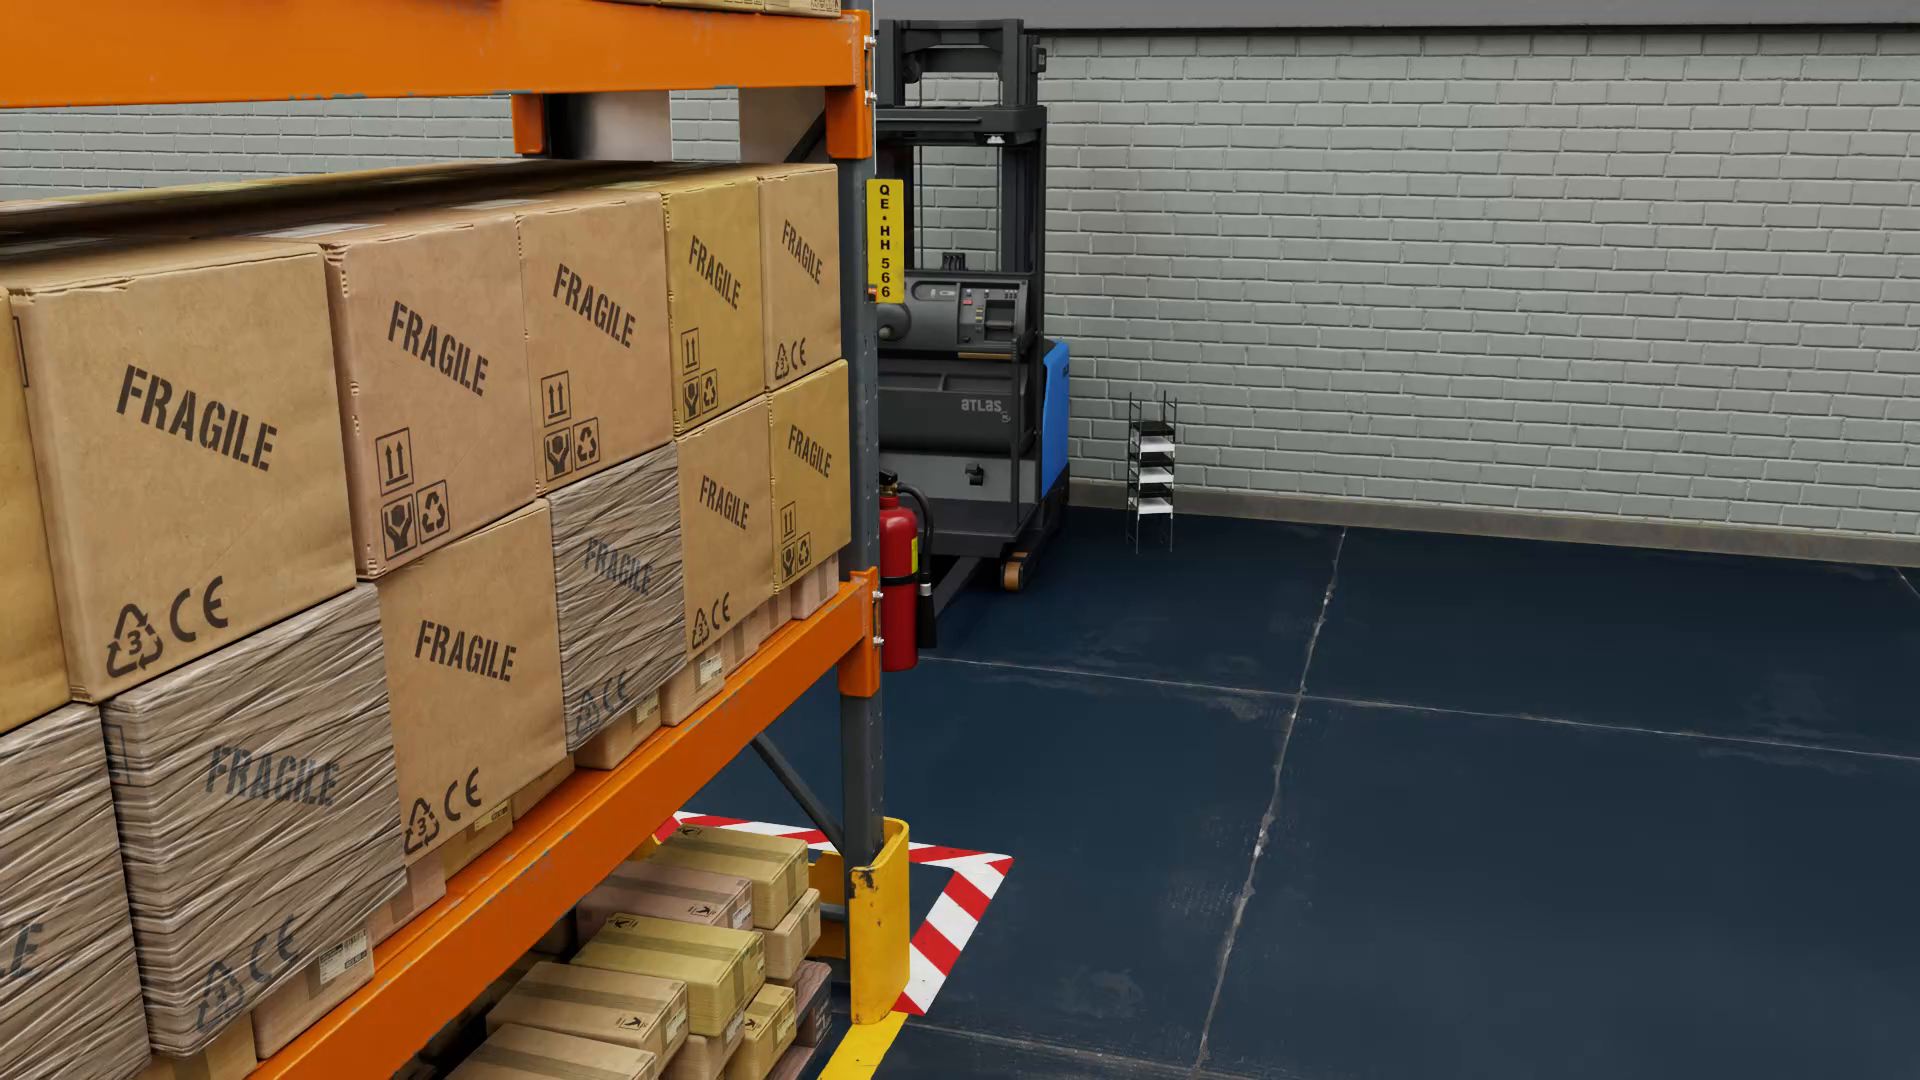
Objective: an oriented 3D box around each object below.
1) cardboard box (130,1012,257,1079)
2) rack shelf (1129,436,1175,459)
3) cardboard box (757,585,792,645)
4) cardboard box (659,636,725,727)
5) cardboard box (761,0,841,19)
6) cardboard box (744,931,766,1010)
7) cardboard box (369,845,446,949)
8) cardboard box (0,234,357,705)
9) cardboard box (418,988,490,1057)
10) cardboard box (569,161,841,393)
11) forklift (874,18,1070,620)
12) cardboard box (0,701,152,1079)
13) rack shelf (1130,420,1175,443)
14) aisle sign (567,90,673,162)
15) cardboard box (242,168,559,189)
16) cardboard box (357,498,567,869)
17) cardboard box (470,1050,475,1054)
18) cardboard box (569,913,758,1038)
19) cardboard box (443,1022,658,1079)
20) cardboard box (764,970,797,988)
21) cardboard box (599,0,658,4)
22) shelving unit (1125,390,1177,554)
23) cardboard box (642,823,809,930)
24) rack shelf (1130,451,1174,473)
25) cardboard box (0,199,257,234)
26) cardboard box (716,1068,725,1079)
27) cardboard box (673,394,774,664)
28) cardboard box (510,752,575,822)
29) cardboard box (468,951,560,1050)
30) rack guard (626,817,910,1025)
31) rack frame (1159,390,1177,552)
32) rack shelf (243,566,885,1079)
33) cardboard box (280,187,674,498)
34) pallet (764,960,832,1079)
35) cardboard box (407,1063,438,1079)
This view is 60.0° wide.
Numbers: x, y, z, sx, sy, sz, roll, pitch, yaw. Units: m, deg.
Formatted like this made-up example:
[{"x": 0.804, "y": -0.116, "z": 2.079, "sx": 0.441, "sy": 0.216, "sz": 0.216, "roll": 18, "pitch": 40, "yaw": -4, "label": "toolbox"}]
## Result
[{"x": -1.222, "y": 0.705, "z": 2.309, "sx": 0.380, "sy": 0.149, "sz": 0.250, "roll": 5, "pitch": 17, "yaw": 17, "label": "cardboard box"}, {"x": 1.096, "y": -0.533, "z": 9.522, "sx": 0.200, "sy": 0.077, "sz": 0.258, "roll": -3, "pitch": 16, "yaw": -9, "label": "rack shelf"}, {"x": -0.653, "y": 0.155, "z": 4.246, "sx": 0.380, "sy": 0.149, "sz": 0.250, "roll": 5, "pitch": 16, "yaw": 16, "label": "cardboard box"}, {"x": -0.760, "y": 0.290, "z": 3.769, "sx": 0.380, "sy": 0.149, "sz": 0.250, "roll": 5, "pitch": 17, "yaw": 17, "label": "cardboard box"}, {"x": -0.600, "y": -1.367, "z": 3.929, "sx": 0.500, "sy": 0.250, "sz": 0.500, "roll": 4, "pitch": 16, "yaw": 15, "label": "cardboard box"}, {"x": -0.727, "y": 1.116, "z": 4.309, "sx": 0.380, "sy": 0.149, "sz": 0.250, "roll": 4, "pitch": 16, "yaw": 15, "label": "cardboard box"}, {"x": -1.108, "y": 0.561, "z": 2.814, "sx": 0.380, "sy": 0.149, "sz": 0.250, "roll": 5, "pitch": 17, "yaw": 18, "label": "cardboard box"}, {"x": -1.194, "y": -0.126, "z": 2.217, "sx": 0.500, "sy": 0.500, "sz": 0.500, "roll": 5, "pitch": 17, "yaw": 17, "label": "cardboard box"}, {"x": -1.348, "y": 1.067, "z": 3.933, "sx": 0.380, "sy": 0.149, "sz": 0.250, "roll": 4, "pitch": 16, "yaw": 13, "label": "cardboard box"}, {"x": -0.616, "y": -0.668, "z": 4.128, "sx": 0.500, "sy": 0.500, "sz": 0.500, "roll": 4, "pitch": 16, "yaw": 15, "label": "cardboard box"}, {"x": -0.137, "y": -1.243, "z": 8.842, "sx": 1.130, "sy": 2.935, "sz": 3.031, "roll": 3, "pitch": 16, "yaw": 12, "label": "forklift"}, {"x": -1.345, "y": 0.480, "z": 1.912, "sx": 0.500, "sy": 0.500, "sz": 0.500, "roll": 5, "pitch": 16, "yaw": 16, "label": "cardboard box"}, {"x": 1.096, "y": -0.620, "z": 9.497, "sx": 0.200, "sy": 0.077, "sz": 0.258, "roll": -3, "pitch": 16, "yaw": -9, "label": "rack shelf"}, {"x": -0.992, "y": -1.428, "z": 4.604, "sx": 0.394, "sy": 0.787, "sz": 0.004, "roll": 5, "pitch": 16, "yaw": 16, "label": "aisle sign"}, {"x": -1.244, "y": -0.578, "z": 3.810, "sx": 0.500, "sy": 0.500, "sz": 0.500, "roll": 5, "pitch": 17, "yaw": 17, "label": "cardboard box"}, {"x": -1.044, "y": 0.208, "z": 2.869, "sx": 0.500, "sy": 0.500, "sz": 0.500, "roll": 5, "pitch": 17, "yaw": 19, "label": "cardboard box"}, {"x": -1.240, "y": 1.287, "z": 4.250, "sx": 0.380, "sy": 0.149, "sz": 0.250, "roll": 5, "pitch": 17, "yaw": 16, "label": "cardboard box"}, {"x": -0.711, "y": 1.045, "z": 4.013, "sx": 0.380, "sy": 0.149, "sz": 0.250, "roll": 4, "pitch": 16, "yaw": 15, "label": "cardboard box"}, {"x": -0.868, "y": 1.182, "z": 3.528, "sx": 0.380, "sy": 0.149, "sz": 0.250, "roll": 5, "pitch": 17, "yaw": 18, "label": "cardboard box"}, {"x": -0.674, "y": 1.188, "z": 4.598, "sx": 0.380, "sy": 0.149, "sz": 0.250, "roll": 5, "pitch": 17, "yaw": 17, "label": "cardboard box"}, {"x": -0.892, "y": -1.104, "z": 3.002, "sx": 0.500, "sy": 0.250, "sz": 0.500, "roll": 5, "pitch": 17, "yaw": 18, "label": "cardboard box"}, {"x": 1.096, "y": -0.392, "z": 9.562, "sx": 0.210, "sy": 0.900, "sz": 0.258, "roll": -3, "pitch": 16, "yaw": -9, "label": "shelving unit"}, {"x": -0.632, "y": 0.906, "z": 4.502, "sx": 0.380, "sy": 0.149, "sz": 0.250, "roll": 5, "pitch": 17, "yaw": 17, "label": "cardboard box"}, {"x": 1.096, "y": -0.446, "z": 9.546, "sx": 0.200, "sy": 0.077, "sz": 0.258, "roll": -3, "pitch": 16, "yaw": -9, "label": "rack shelf"}, {"x": -1.555, "y": -0.310, "z": 2.865, "sx": 0.500, "sy": 0.500, "sz": 0.500, "roll": 4, "pitch": 16, "yaw": 14, "label": "cardboard box"}, {"x": -0.808, "y": 1.326, "z": 4.113, "sx": 0.380, "sy": 0.149, "sz": 0.250, "roll": 5, "pitch": 16, "yaw": 16, "label": "cardboard box"}, {"x": -0.757, "y": -0.055, "z": 3.797, "sx": 0.500, "sy": 0.500, "sz": 0.500, "roll": 4, "pitch": 16, "yaw": 15, "label": "cardboard box"}, {"x": -0.997, "y": 0.423, "z": 3.301, "sx": 0.380, "sy": 0.149, "sz": 0.250, "roll": 4, "pitch": 16, "yaw": 14, "label": "cardboard box"}, {"x": -1.237, "y": 1.146, "z": 4.200, "sx": 0.380, "sy": 0.149, "sz": 0.250, "roll": 5, "pitch": 17, "yaw": 17, "label": "cardboard box"}, {"x": -0.746, "y": 1.087, "z": 5.080, "sx": 1.175, "sy": 0.500, "sz": 0.348, "roll": 5, "pitch": 16, "yaw": 16, "label": "rack guard"}, {"x": 1.197, "y": -0.396, "z": 9.578, "sx": 0.006, "sy": 0.900, "sz": 0.240, "roll": -3, "pitch": 16, "yaw": -9, "label": "rack frame"}, {"x": -1.293, "y": 0.734, "z": 3.063, "sx": 1.077, "sy": 0.370, "sz": 4.000, "roll": 5, "pitch": 16, "yaw": 16, "label": "rack shelf"}, {"x": -0.899, "y": -0.399, "z": 3.179, "sx": 0.500, "sy": 0.500, "sz": 0.500, "roll": 6, "pitch": 17, "yaw": 19, "label": "cardboard box"}, {"x": -1.011, "y": 1.436, "z": 4.380, "sx": 1.003, "sy": 0.211, "sz": 1.213, "roll": 5, "pitch": 16, "yaw": 16, "label": "pallet"}, {"x": -1.398, "y": 1.282, "z": 3.722, "sx": 0.380, "sy": 0.149, "sz": 0.250, "roll": 4, "pitch": 16, "yaw": 13, "label": "cardboard box"}]
